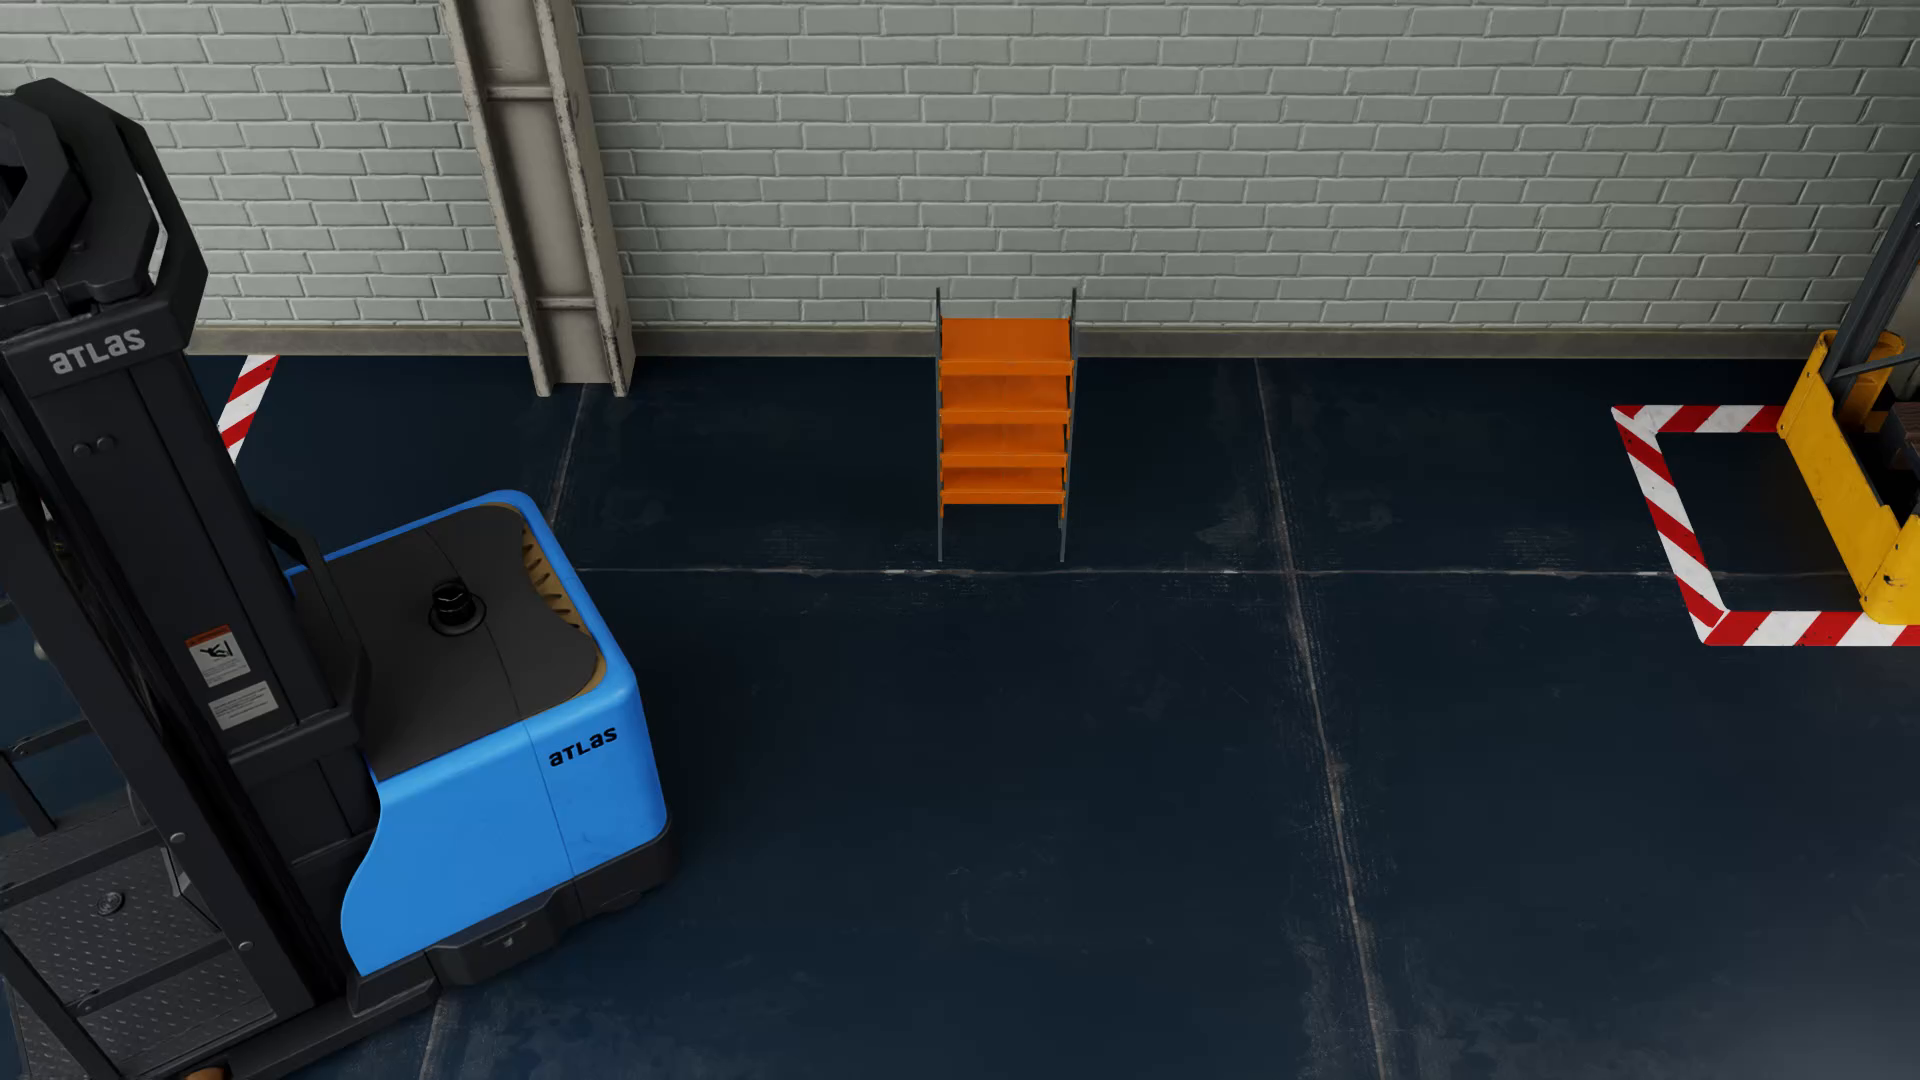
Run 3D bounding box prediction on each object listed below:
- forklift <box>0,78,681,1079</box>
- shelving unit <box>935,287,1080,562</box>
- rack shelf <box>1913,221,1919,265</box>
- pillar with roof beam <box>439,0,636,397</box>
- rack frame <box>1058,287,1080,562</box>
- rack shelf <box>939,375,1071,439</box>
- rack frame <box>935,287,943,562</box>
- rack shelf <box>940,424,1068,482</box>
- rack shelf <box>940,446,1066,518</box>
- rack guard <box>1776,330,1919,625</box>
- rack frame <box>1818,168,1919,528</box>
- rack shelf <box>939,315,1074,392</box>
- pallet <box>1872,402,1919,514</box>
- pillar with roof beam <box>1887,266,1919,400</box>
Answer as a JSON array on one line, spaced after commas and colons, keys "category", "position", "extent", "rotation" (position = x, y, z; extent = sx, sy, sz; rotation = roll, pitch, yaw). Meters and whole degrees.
[{"category": "forklift", "position": [-2.479, 0.398, 4.377], "extent": [3.031, 2.935, 1.130], "rotation": [-24, 51, -20]}, {"category": "shelving unit", "position": [0.166, -0.408, 6.310], "extent": [0.503, 1.200, 0.258], "rotation": [0, 47, 0]}, {"category": "rack shelf", "position": [5.629, -0.871, 6.003], "extent": [4.000, 0.370, 1.077], "rotation": [0, 47, 0]}, {"category": "pillar with roof beam", "position": [-1.683, -0.662, 1.218], "extent": [0.400, 9.000, 9.100], "rotation": [0, 47, 0]}, {"category": "rack frame", "position": [0.410, -0.408, 6.310], "extent": [0.015, 1.200, 0.240], "rotation": [0, 47, 0]}, {"category": "rack shelf", "position": [0.166, -0.515, 6.196], "extent": [0.480, 0.148, 0.258], "rotation": [0, 47, 0]}, {"category": "rack frame", "position": [-0.078, -0.409, 6.311], "extent": [0.015, 1.200, 0.240], "rotation": [0, 47, 0]}, {"category": "rack shelf", "position": [0.166, -0.362, 6.360], "extent": [0.480, 0.148, 0.258], "rotation": [0, 47, 0]}, {"category": "rack shelf", "position": [0.166, -0.227, 6.505], "extent": [0.480, 0.148, 0.258], "rotation": [0, 47, 0]}, {"category": "rack guard", "position": [3.705, -0.269, 6.659], "extent": [0.348, 0.500, 1.175], "rotation": [0, 47, 0]}, {"category": "rack frame", "position": [3.629, -1.121, 5.745], "extent": [0.127, 3.000, 1.000], "rotation": [0, 47, 0]}, {"category": "rack shelf", "position": [0.166, -0.676, 6.023], "extent": [0.480, 0.148, 0.258], "rotation": [0, 47, 0]}, {"category": "pallet", "position": [4.518, -0.143, 6.739], "extent": [1.213, 0.211, 1.003], "rotation": [0, 47, 0]}, {"category": "pillar with roof beam", "position": [4.317, -0.645, 1.203], "extent": [0.400, 9.000, 9.100], "rotation": [0, 47, 0]}]
